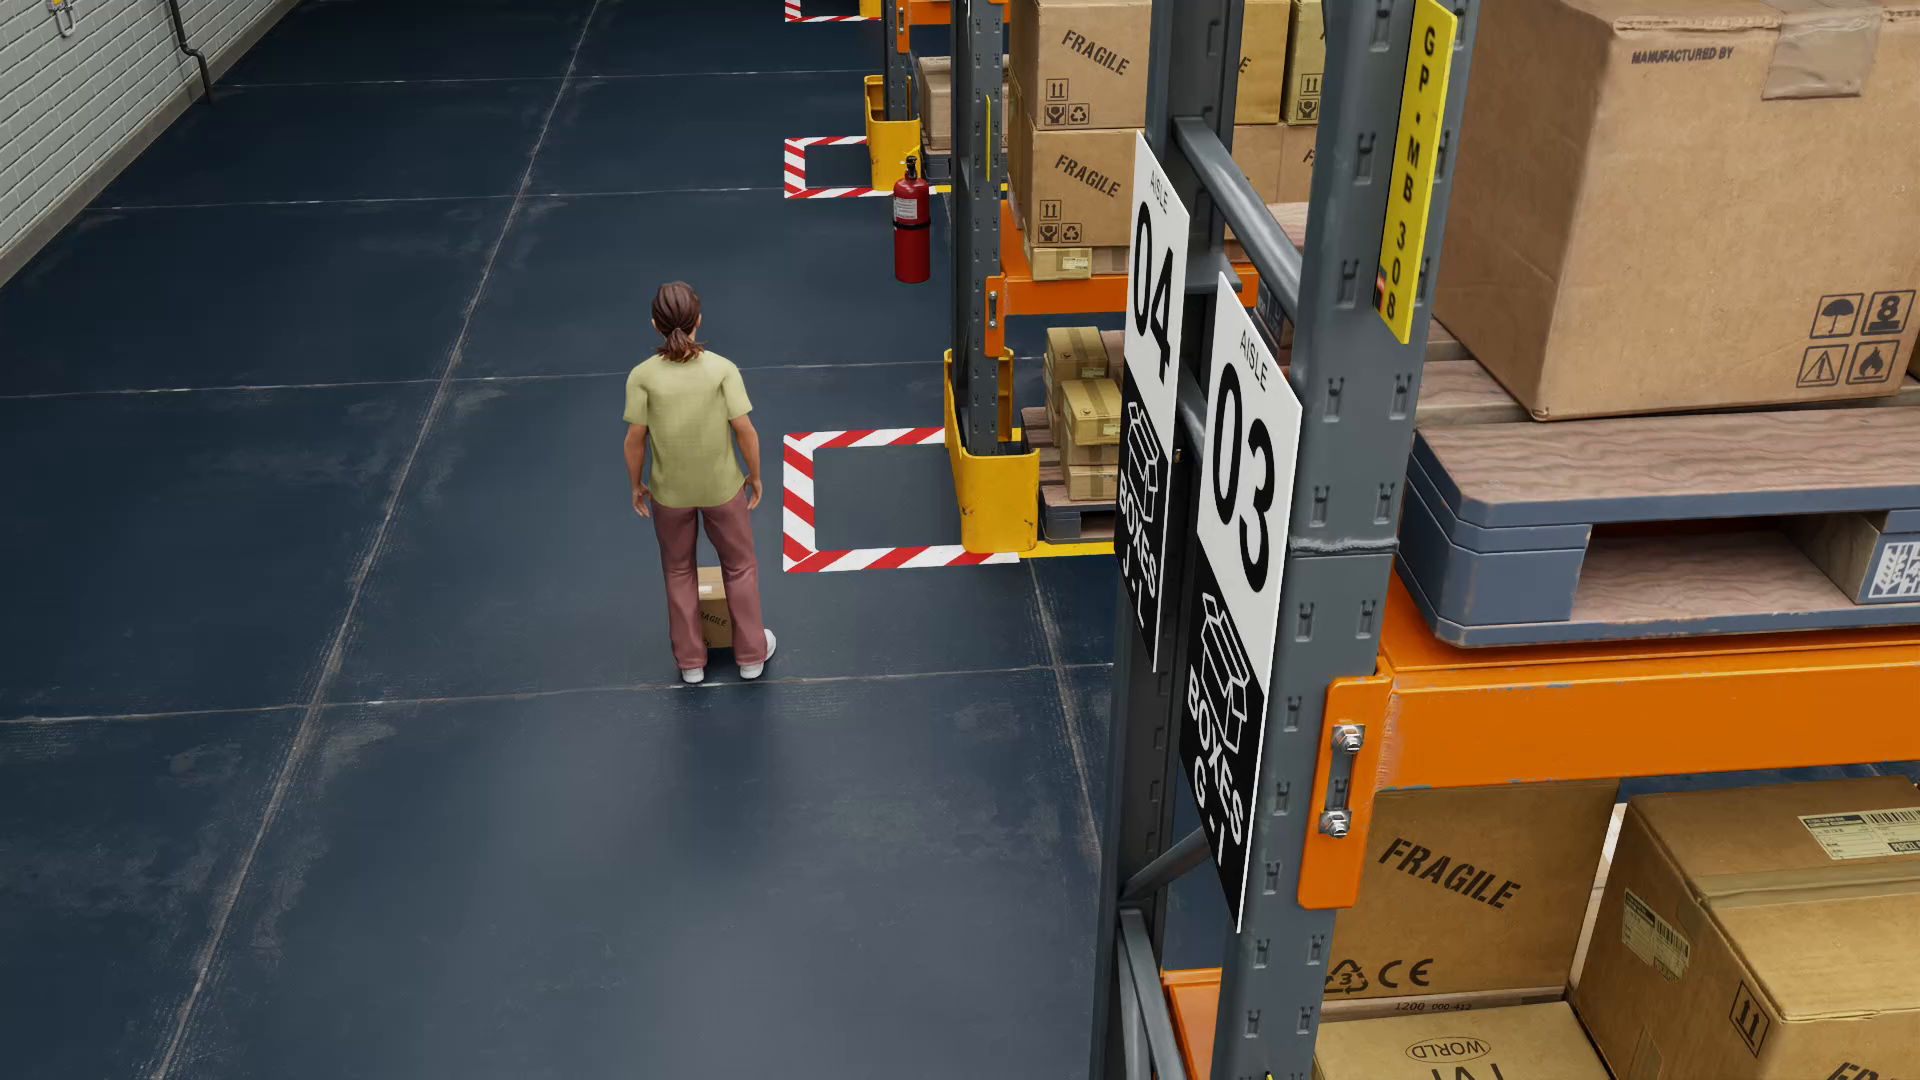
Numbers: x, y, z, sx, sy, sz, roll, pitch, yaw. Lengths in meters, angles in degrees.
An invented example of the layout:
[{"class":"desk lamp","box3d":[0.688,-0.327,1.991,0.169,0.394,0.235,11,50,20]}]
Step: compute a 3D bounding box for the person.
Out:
[{"class":"person","box3d":[-1.019,-0.196,6.458,0.516,1.673,0.351,-4,31,-6]}]
